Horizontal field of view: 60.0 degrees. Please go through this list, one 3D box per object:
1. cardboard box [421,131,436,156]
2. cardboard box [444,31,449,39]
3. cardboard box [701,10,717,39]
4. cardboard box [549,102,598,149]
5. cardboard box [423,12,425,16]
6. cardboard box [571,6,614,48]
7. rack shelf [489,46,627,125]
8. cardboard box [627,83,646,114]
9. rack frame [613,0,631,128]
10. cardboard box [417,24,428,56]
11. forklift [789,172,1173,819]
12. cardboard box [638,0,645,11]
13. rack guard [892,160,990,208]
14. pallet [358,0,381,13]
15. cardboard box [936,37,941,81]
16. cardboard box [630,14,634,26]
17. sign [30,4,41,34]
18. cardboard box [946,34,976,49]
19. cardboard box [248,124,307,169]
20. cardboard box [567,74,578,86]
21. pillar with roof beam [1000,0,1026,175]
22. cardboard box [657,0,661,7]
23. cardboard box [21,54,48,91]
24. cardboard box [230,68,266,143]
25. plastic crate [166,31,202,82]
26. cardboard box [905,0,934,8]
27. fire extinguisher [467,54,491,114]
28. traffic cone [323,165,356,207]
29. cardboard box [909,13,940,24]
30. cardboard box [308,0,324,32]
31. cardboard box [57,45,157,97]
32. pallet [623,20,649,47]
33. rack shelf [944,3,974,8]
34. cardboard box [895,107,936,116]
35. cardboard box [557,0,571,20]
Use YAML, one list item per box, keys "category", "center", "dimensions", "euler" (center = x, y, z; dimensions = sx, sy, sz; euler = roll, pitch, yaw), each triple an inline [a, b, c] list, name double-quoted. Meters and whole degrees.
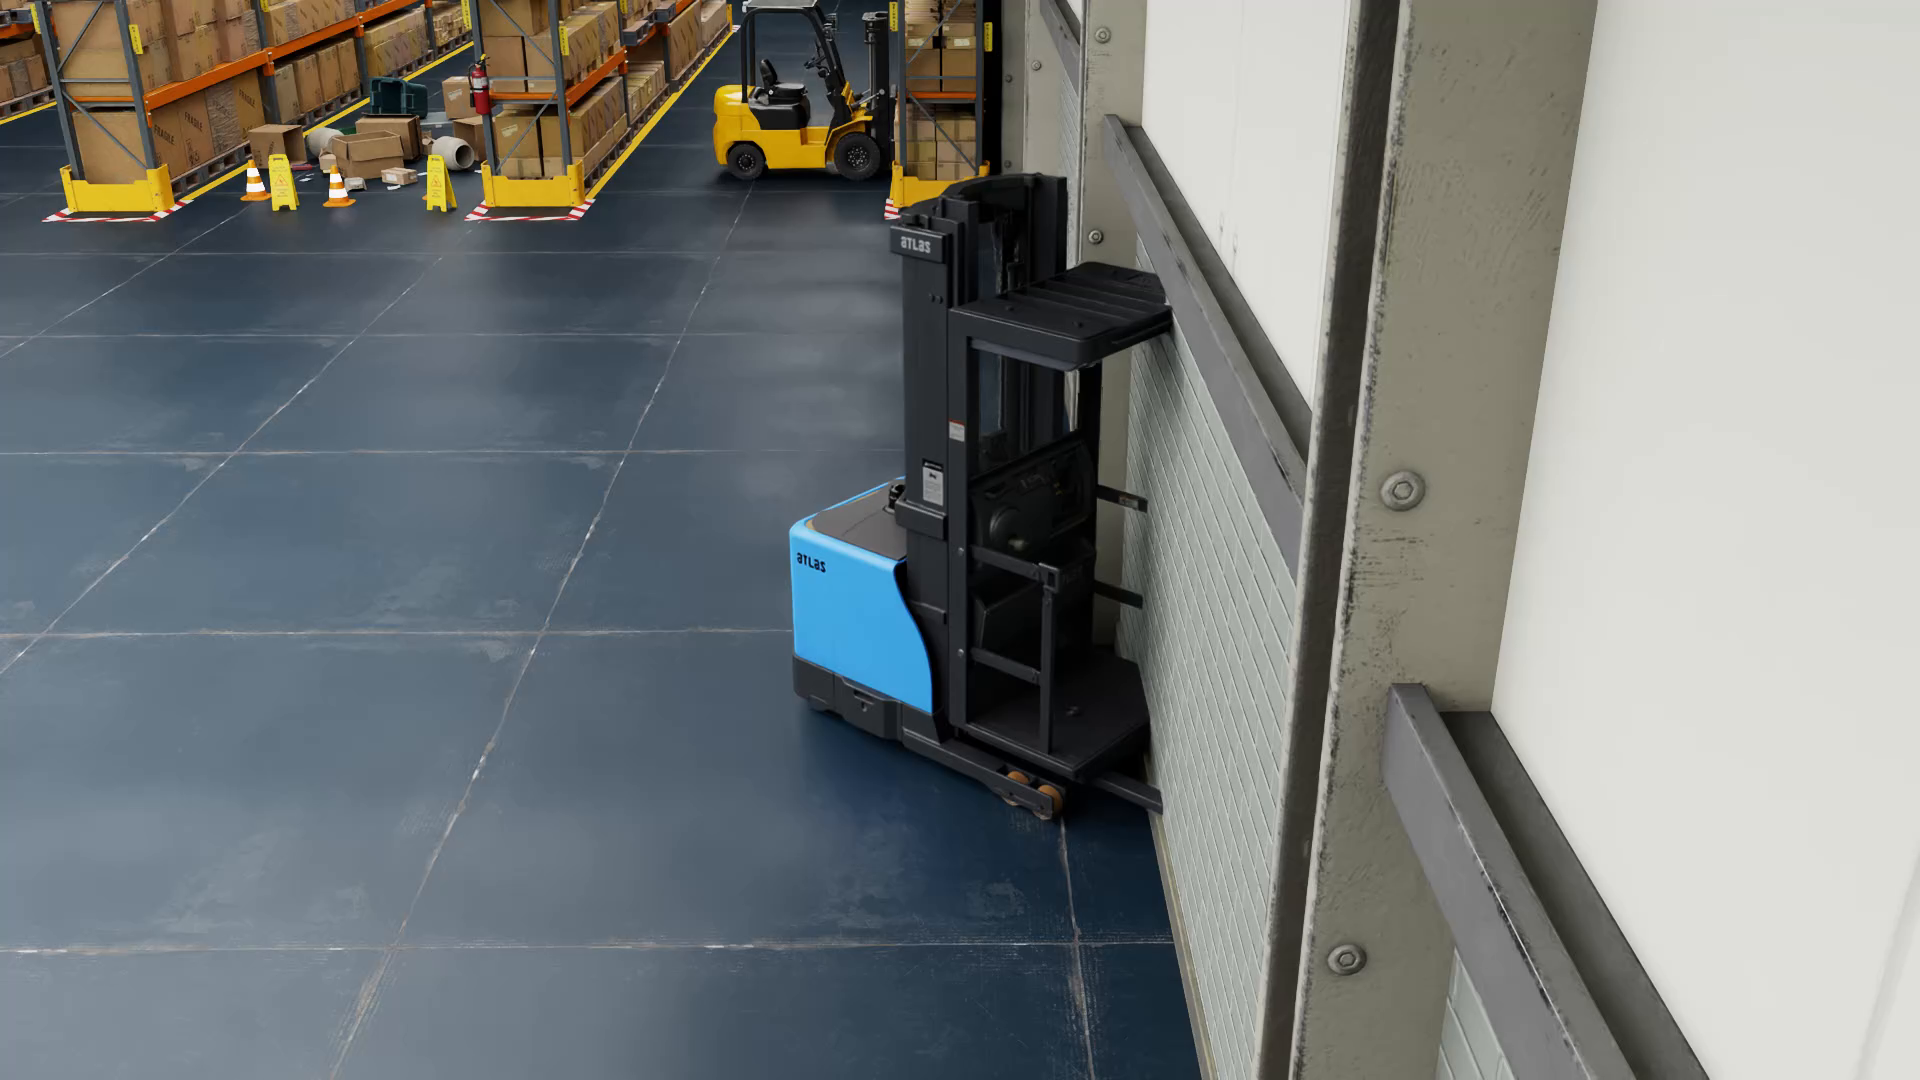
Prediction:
- category: "cardboard box"
  center: [-7.373, -5.515, 23.121]
  dimensions: [0.258, 0.266, 0.396]
  euler: [-19, 31, -36]
- category: "cardboard box"
  center: [-10.065, -9.699, 32.004]
  dimensions: [0.380, 0.149, 0.250]
  euler: [-1, 24, -2]
- category: "cardboard box"
  center: [-5.233, -10.054, 32.440]
  dimensions: [0.875, 0.438, 0.875]
  euler: [-1, 24, -2]
- category: "cardboard box"
  center: [-4.936, -5.297, 21.238]
  dimensions: [0.500, 0.500, 0.500]
  euler: [-1, 24, -3]
- category: "cardboard box"
  center: [-10.624, -10.184, 32.356]
  dimensions: [0.380, 0.149, 0.250]
  euler: [-1, 24, -2]
- category: "cardboard box"
  center: [-4.970, -6.893, 22.368]
  dimensions: [0.500, 0.500, 0.500]
  euler: [1, 24, 1]
- category: "rack shelf"
  center: [-5.214, -5.954, 21.647]
  dimensions: [1.077, 0.370, 4.000]
  euler: [0, 24, -1]
- category: "cardboard box"
  center: [-5.256, -6.612, 24.909]
  dimensions: [0.950, 0.372, 0.625]
  euler: [1, 24, 3]
- category: "rack frame"
  center: [-5.236, -7.106, 23.321]
  dimensions: [1.000, 3.000, 0.127]
  euler: [0, 24, -1]
- category: "cardboard box"
  center: [-10.012, -9.087, 30.226]
  dimensions: [0.500, 0.500, 0.500]
  euler: [-1, 24, -2]
- category: "forklift"
  center: [-11.524, -7.564, 24.417]
  dimensions: [44.439, 2.935, 13.090]
  euler: [19, 31, 36]
- category: "cardboard box"
  center: [-4.952, -8.083, 24.490]
  dimensions: [0.500, 0.500, 0.500]
  euler: [0, 24, -1]
- category: "rack guard"
  center: [-0.229, -4.333, 20.223]
  dimensions: [1.175, 0.500, 0.348]
  euler: [0, 24, -1]
- category: "pallet"
  center: [-10.343, -8.896, 27.512]
  dimensions: [1.213, 0.211, 1.003]
  euler: [0, 24, -1]
- category: "cardboard box"
  center: [-0.493, -5.942, 20.628]
  dimensions: [0.500, 0.500, 0.500]
  euler: [0, 24, 1]
- category: "cardboard box"
  center: [-4.920, -7.515, 24.021]
  dimensions: [0.380, 0.149, 0.250]
  euler: [0, 24, 1]
- category: "sign"
  center: [-10.684, -6.032, 19.256]
  dimensions: [0.100, 0.325, 0.005]
  euler: [0, 24, -1]
- category: "cardboard box"
  center: [0.027, -5.964, 19.887]
  dimensions: [0.380, 0.149, 0.250]
  euler: [-1, 24, -2]
- category: "cardboard box"
  center: [-9.142, -5.269, 22.291]
  dimensions: [0.500, 0.500, 0.500]
  euler: [4, 25, 9]
- category: "cardboard box"
  center: [-4.928, -5.698, 20.513]
  dimensions: [0.380, 0.149, 0.250]
  euler: [-1, 24, -2]
- category: "pillar with roof beam"
  center: [-3.640, -8.487, 19.094]
  dimensions: [9.100, 9.000, 0.400]
  euler: [0, 24, -1]
- category: "cardboard box"
  center: [-4.918, -8.483, 26.162]
  dimensions: [0.380, 0.149, 0.250]
  euler: [0, 24, -1]
- category: "cardboard box"
  center: [-15.162, -7.495, 26.681]
  dimensions: [0.700, 0.500, 0.500]
  euler: [-2, 24, -3]
- category: "cardboard box"
  center: [-10.248, -6.006, 22.958]
  dimensions: [0.875, 0.875, 0.875]
  euler: [0, 24, 0]
- category: "plastic crate"
  center: [-14.729, -6.740, 21.012]
  dimensions: [10.126, 1.636, 1.488]
  euler: [0, 24, -1]
- category: "cardboard box"
  center: [-0.531, -7.048, 21.924]
  dimensions: [0.380, 0.149, 0.250]
  euler: [-1, 24, -1]
- category: "fire extinguisher"
  center: [-5.652, -5.373, 19.584]
  dimensions: [0.296, 0.674, 0.183]
  euler: [0, 24, -1]
- category: "traffic cone"
  center: [-7.593, -4.328, 20.258]
  dimensions: [0.336, 0.463, 0.334]
  euler: [0, 24, -1]
- category: "cardboard box"
  center: [-0.436, -6.417, 20.529]
  dimensions: [0.380, 0.149, 0.250]
  euler: [0, 24, 0]
- category: "cardboard box"
  center: [-9.936, -7.929, 25.019]
  dimensions: [0.500, 0.500, 0.500]
  euler: [0, 24, 0]
- category: "cardboard box"
  center: [-10.190, -5.615, 19.842]
  dimensions: [0.875, 0.550, 0.550]
  euler: [0, 24, -1]
- category: "pallet"
  center: [-5.099, -7.334, 24.059]
  dimensions: [1.003, 0.211, 1.213]
  euler: [0, 24, -1]
- category: "rack shelf"
  center: [-15.246, -9.934, 27.422]
  dimensions: [30.704, 0.877, 13.980]
  euler: [0, 24, -1]
- category: "cardboard box"
  center: [-0.557, -5.274, 20.885]
  dimensions: [0.500, 0.250, 0.500]
  euler: [0, 24, 0]
- category: "cardboard box"
  center: [-5.389, -6.928, 21.233]
  dimensions: [0.700, 0.500, 0.500]
  euler: [0, 24, -1]
